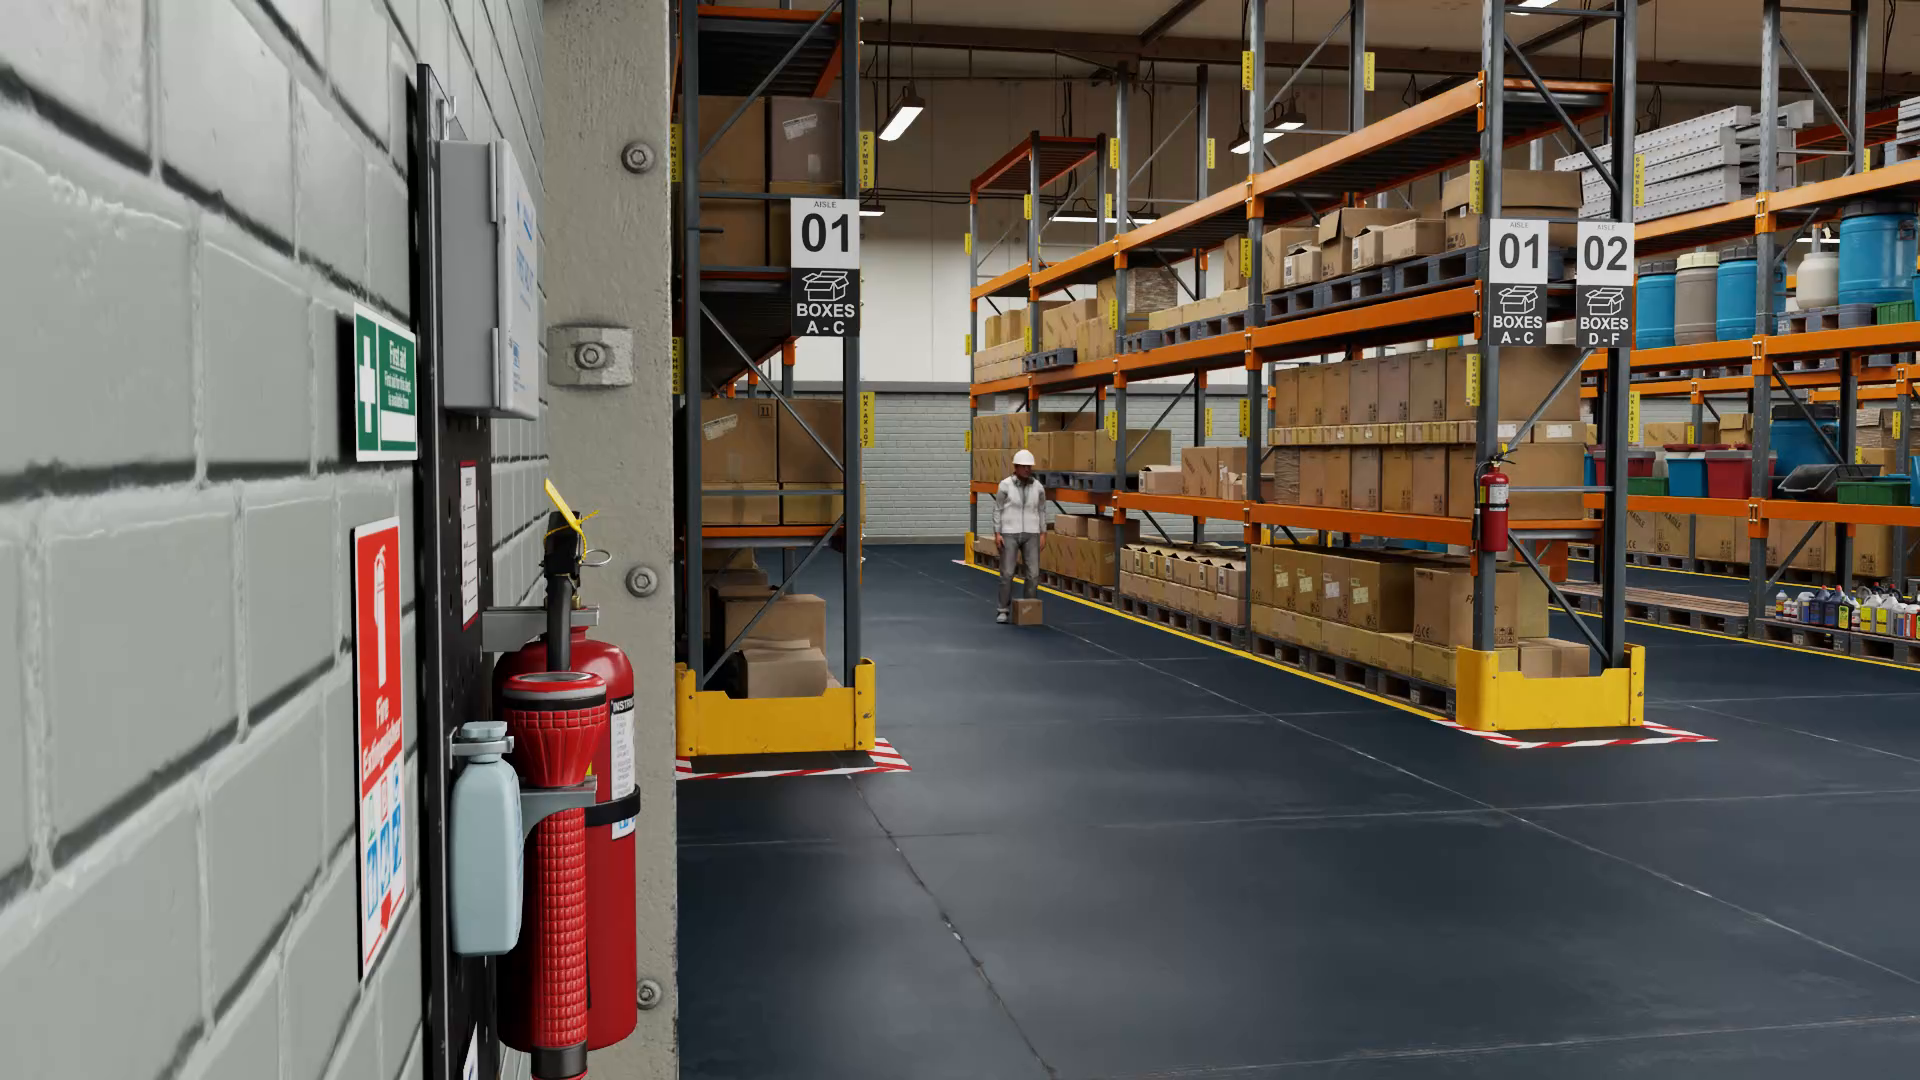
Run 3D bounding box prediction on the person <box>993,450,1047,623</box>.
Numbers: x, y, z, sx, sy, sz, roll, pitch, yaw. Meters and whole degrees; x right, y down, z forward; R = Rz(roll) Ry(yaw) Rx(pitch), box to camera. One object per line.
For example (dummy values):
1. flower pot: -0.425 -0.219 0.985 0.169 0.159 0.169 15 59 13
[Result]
1. person: 0.622 -0.040 17.113 0.576 1.770 0.464 -1 3 -14
